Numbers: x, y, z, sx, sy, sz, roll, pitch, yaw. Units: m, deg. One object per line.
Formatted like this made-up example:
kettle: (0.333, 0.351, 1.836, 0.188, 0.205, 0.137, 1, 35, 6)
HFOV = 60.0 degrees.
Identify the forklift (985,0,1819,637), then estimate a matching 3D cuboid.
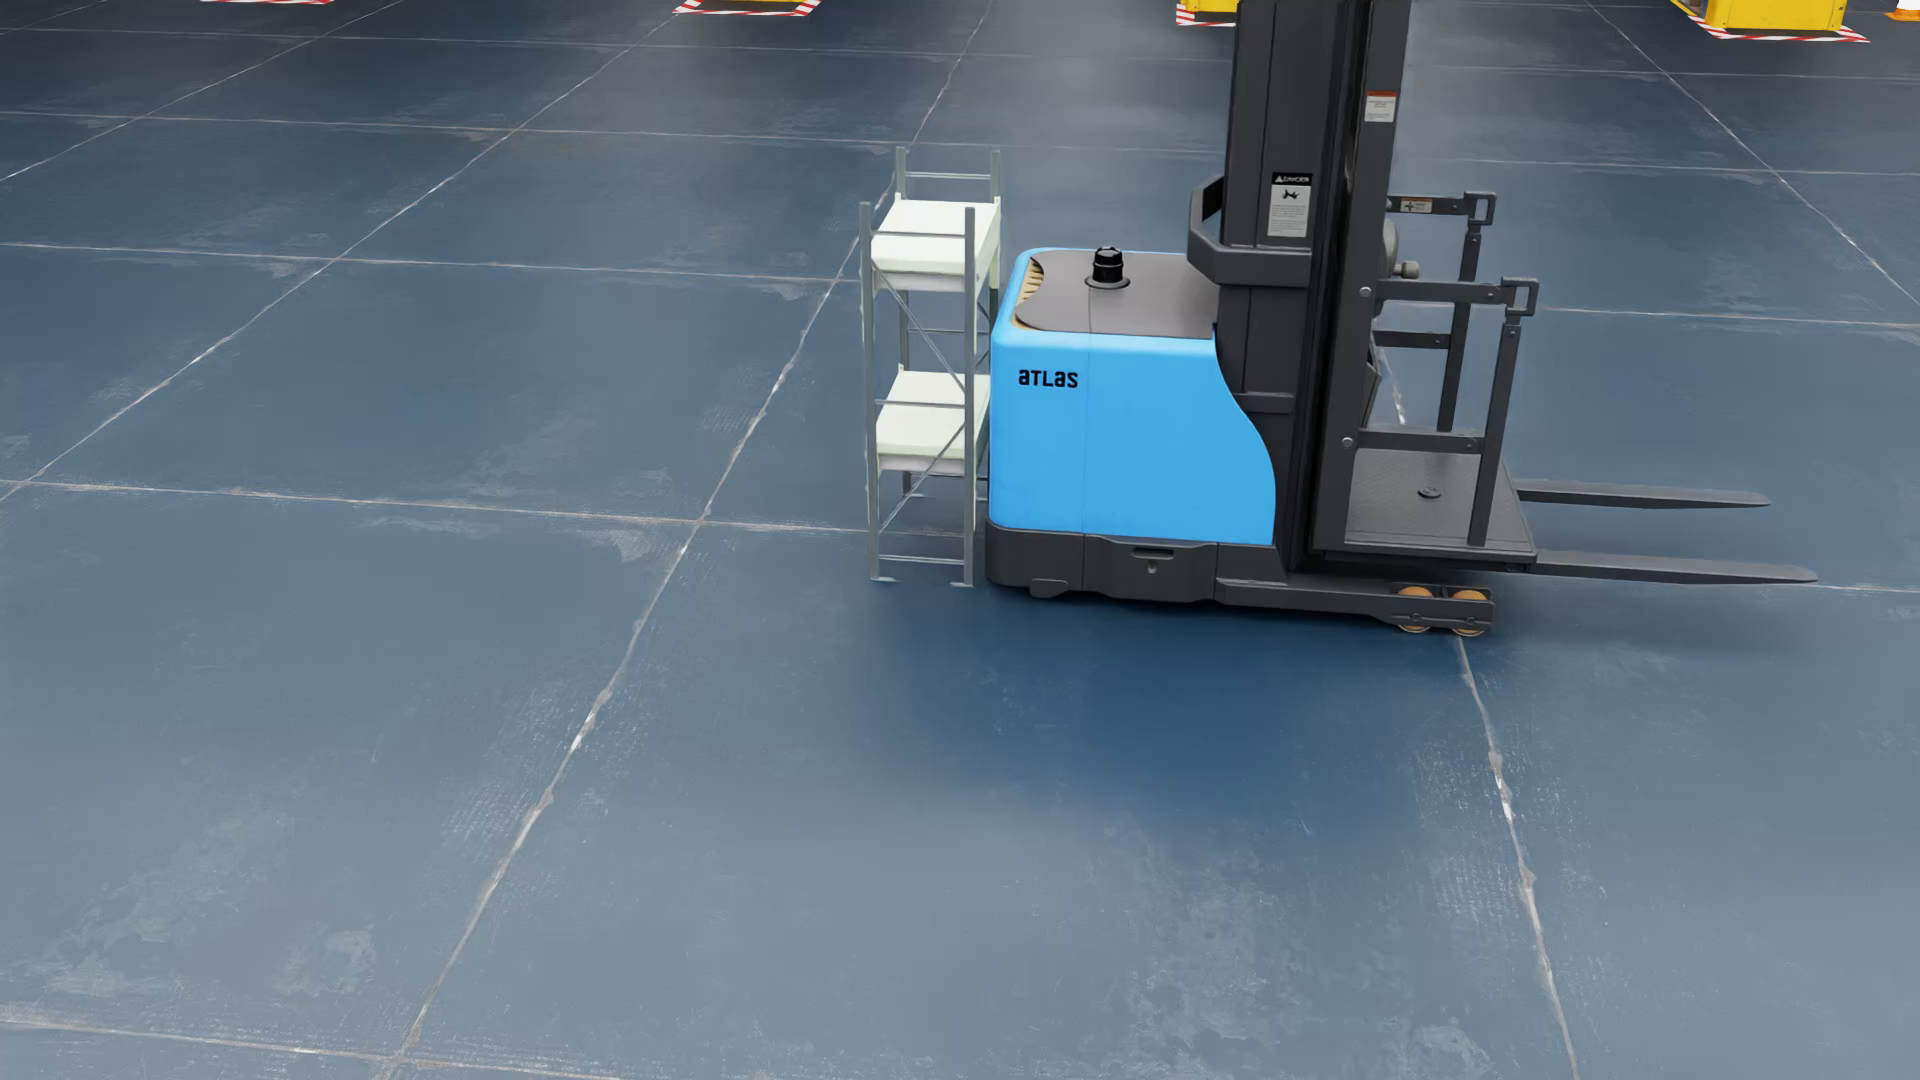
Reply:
forklift: (1.655, -1.207, 5.900, 3.031, 2.935, 1.130, 4, 29, 7)

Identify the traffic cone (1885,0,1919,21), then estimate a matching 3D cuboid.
traffic cone: (9.211, -5.285, 16.071, 0.336, 0.463, 0.334, 3, 28, 6)

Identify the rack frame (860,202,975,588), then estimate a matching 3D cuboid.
rack frame: (-0.148, -0.493, 6.085, 0.400, 1.500, 0.023, 4, 29, 7)

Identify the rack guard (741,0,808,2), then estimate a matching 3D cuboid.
rack guard: (-2.126, -5.796, 16.981, 1.175, 0.500, 0.348, 3, 28, 6)

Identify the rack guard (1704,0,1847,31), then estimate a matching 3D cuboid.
rack guard: (7.734, -5.122, 15.731, 1.175, 0.500, 0.348, 3, 28, 6)

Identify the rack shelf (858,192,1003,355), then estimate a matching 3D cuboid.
rack shelf: (-0.097, -1.009, 6.219, 0.431, 0.370, 0.720, 4, 29, 7)

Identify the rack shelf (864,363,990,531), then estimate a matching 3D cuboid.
rack shelf: (-0.097, -0.378, 6.558, 0.431, 0.370, 0.720, 4, 29, 7)

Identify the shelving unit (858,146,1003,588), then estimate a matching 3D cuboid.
shelving unit: (-0.097, -0.665, 6.404, 0.431, 1.500, 0.755, 4, 29, 7)

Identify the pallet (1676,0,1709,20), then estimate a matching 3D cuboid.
pallet: (7.757, -5.387, 16.527, 1.003, 0.211, 1.213, 3, 28, 6)

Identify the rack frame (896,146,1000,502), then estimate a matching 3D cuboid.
rack frame: (-0.046, -0.837, 6.723, 0.400, 1.500, 0.023, 4, 29, 7)

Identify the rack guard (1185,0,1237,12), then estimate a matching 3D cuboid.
rack guard: (2.836, -5.505, 16.442, 1.175, 0.500, 0.348, 3, 28, 6)
